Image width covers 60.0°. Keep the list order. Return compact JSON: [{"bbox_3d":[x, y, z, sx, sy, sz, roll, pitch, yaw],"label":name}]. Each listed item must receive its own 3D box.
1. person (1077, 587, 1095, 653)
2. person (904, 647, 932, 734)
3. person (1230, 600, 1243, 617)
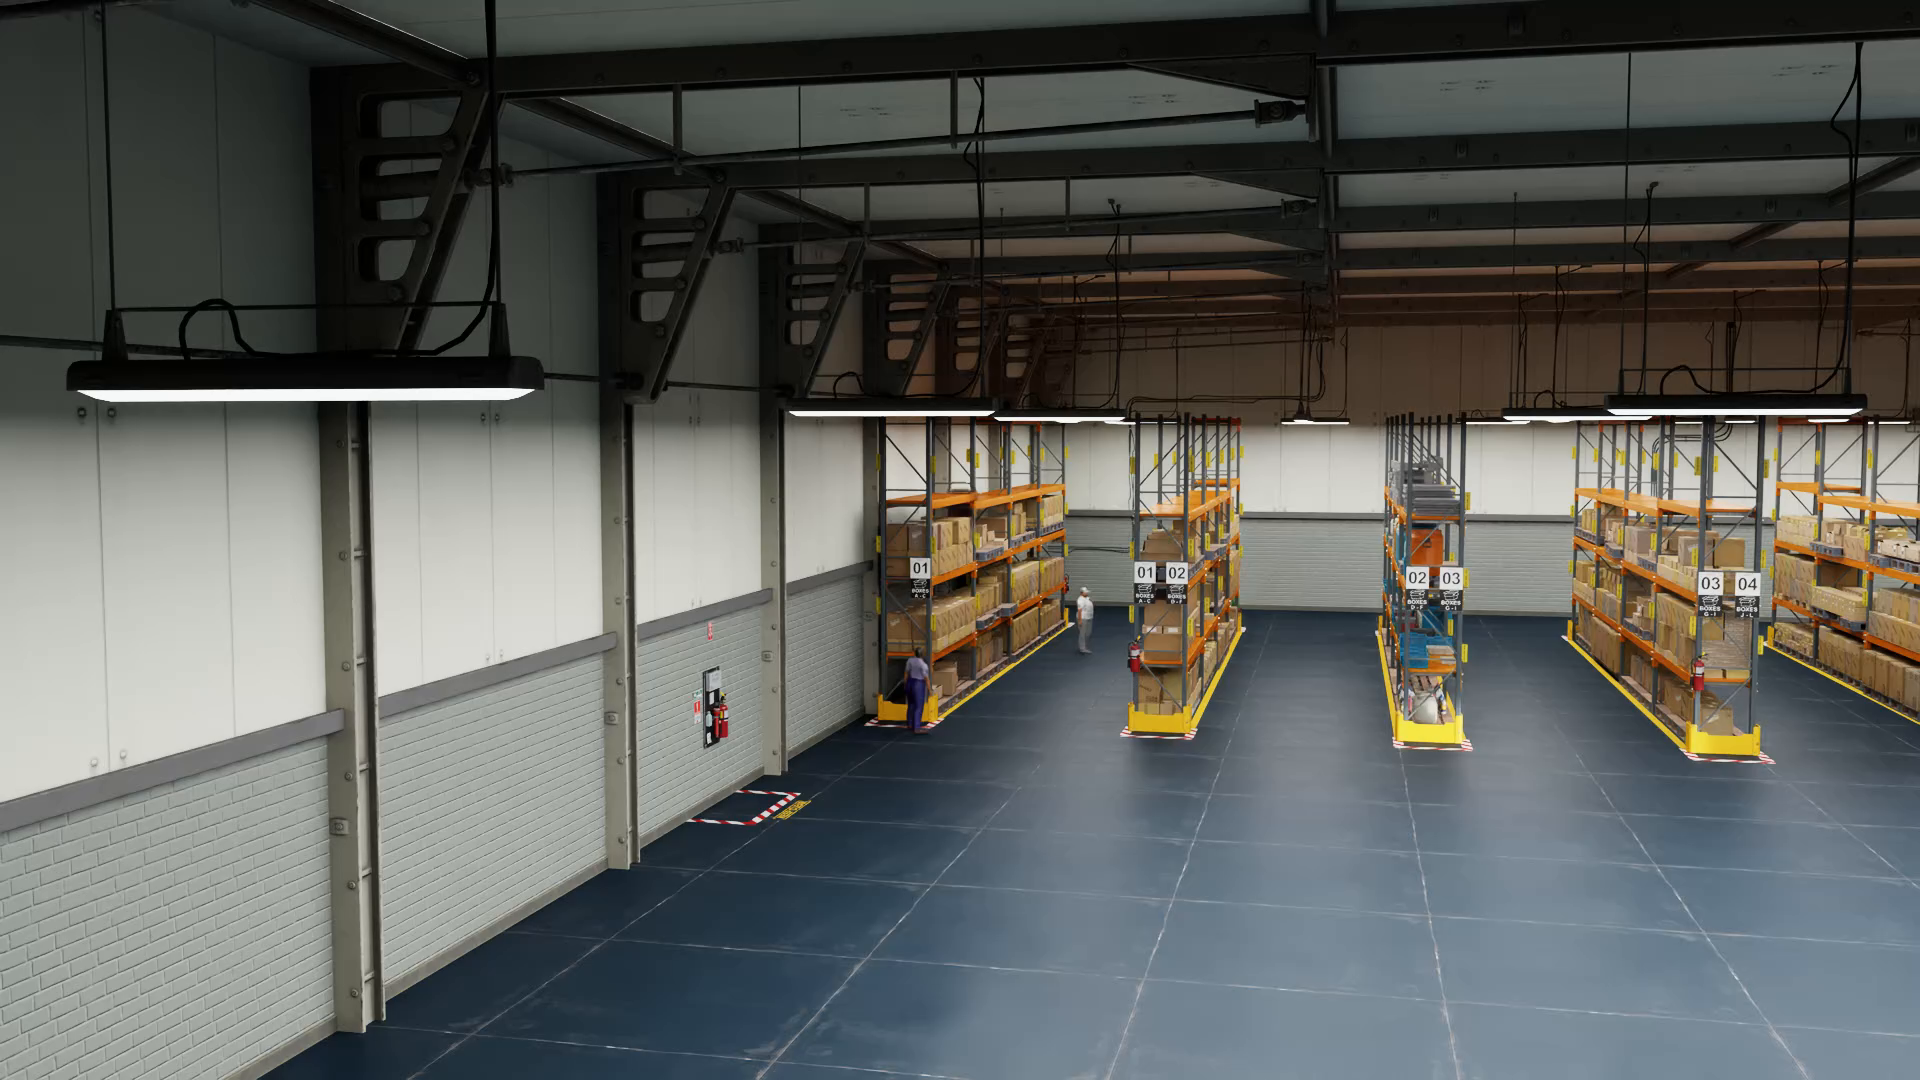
[{"bbox_3d":[3.175,2.034,42.402,0.440,1.678,0.548,3,5,40],"label":"person"},{"bbox_3d":[-0.819,2.825,31.259,0.469,1.663,0.665,-3,5,-42],"label":"person"},{"bbox_3d":[7.852,1.520,49.161,1.053,1.758,0.607,-1,4,-15],"label":"person"}]
